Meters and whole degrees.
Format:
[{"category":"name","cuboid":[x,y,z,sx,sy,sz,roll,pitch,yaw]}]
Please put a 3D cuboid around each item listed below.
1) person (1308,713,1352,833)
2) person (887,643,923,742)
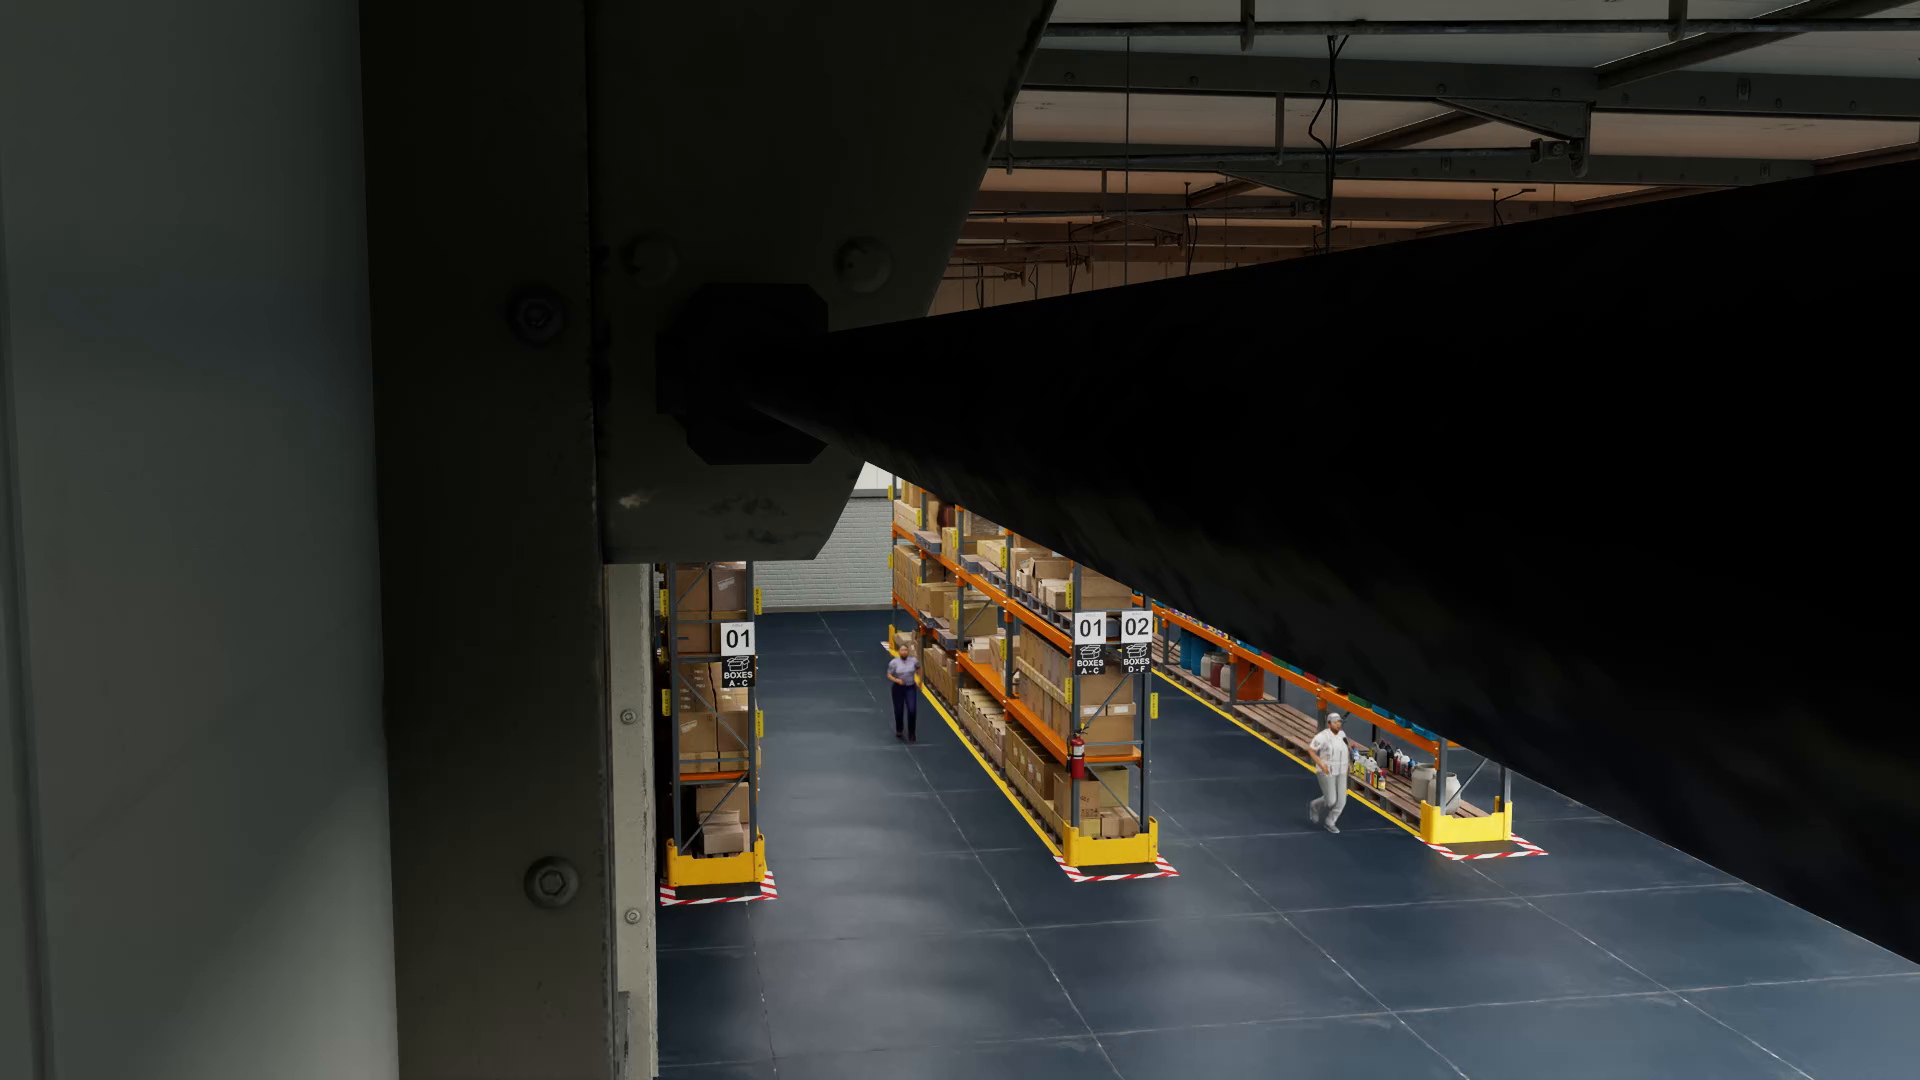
[{"category":"person","cuboid":[5.002,3.124,22.362,0.633,1.597,0.531,-3,7,-24]},{"category":"person","cuboid":[-0.916,2.553,27.632,0.604,1.692,0.691,-1,6,-7]}]
